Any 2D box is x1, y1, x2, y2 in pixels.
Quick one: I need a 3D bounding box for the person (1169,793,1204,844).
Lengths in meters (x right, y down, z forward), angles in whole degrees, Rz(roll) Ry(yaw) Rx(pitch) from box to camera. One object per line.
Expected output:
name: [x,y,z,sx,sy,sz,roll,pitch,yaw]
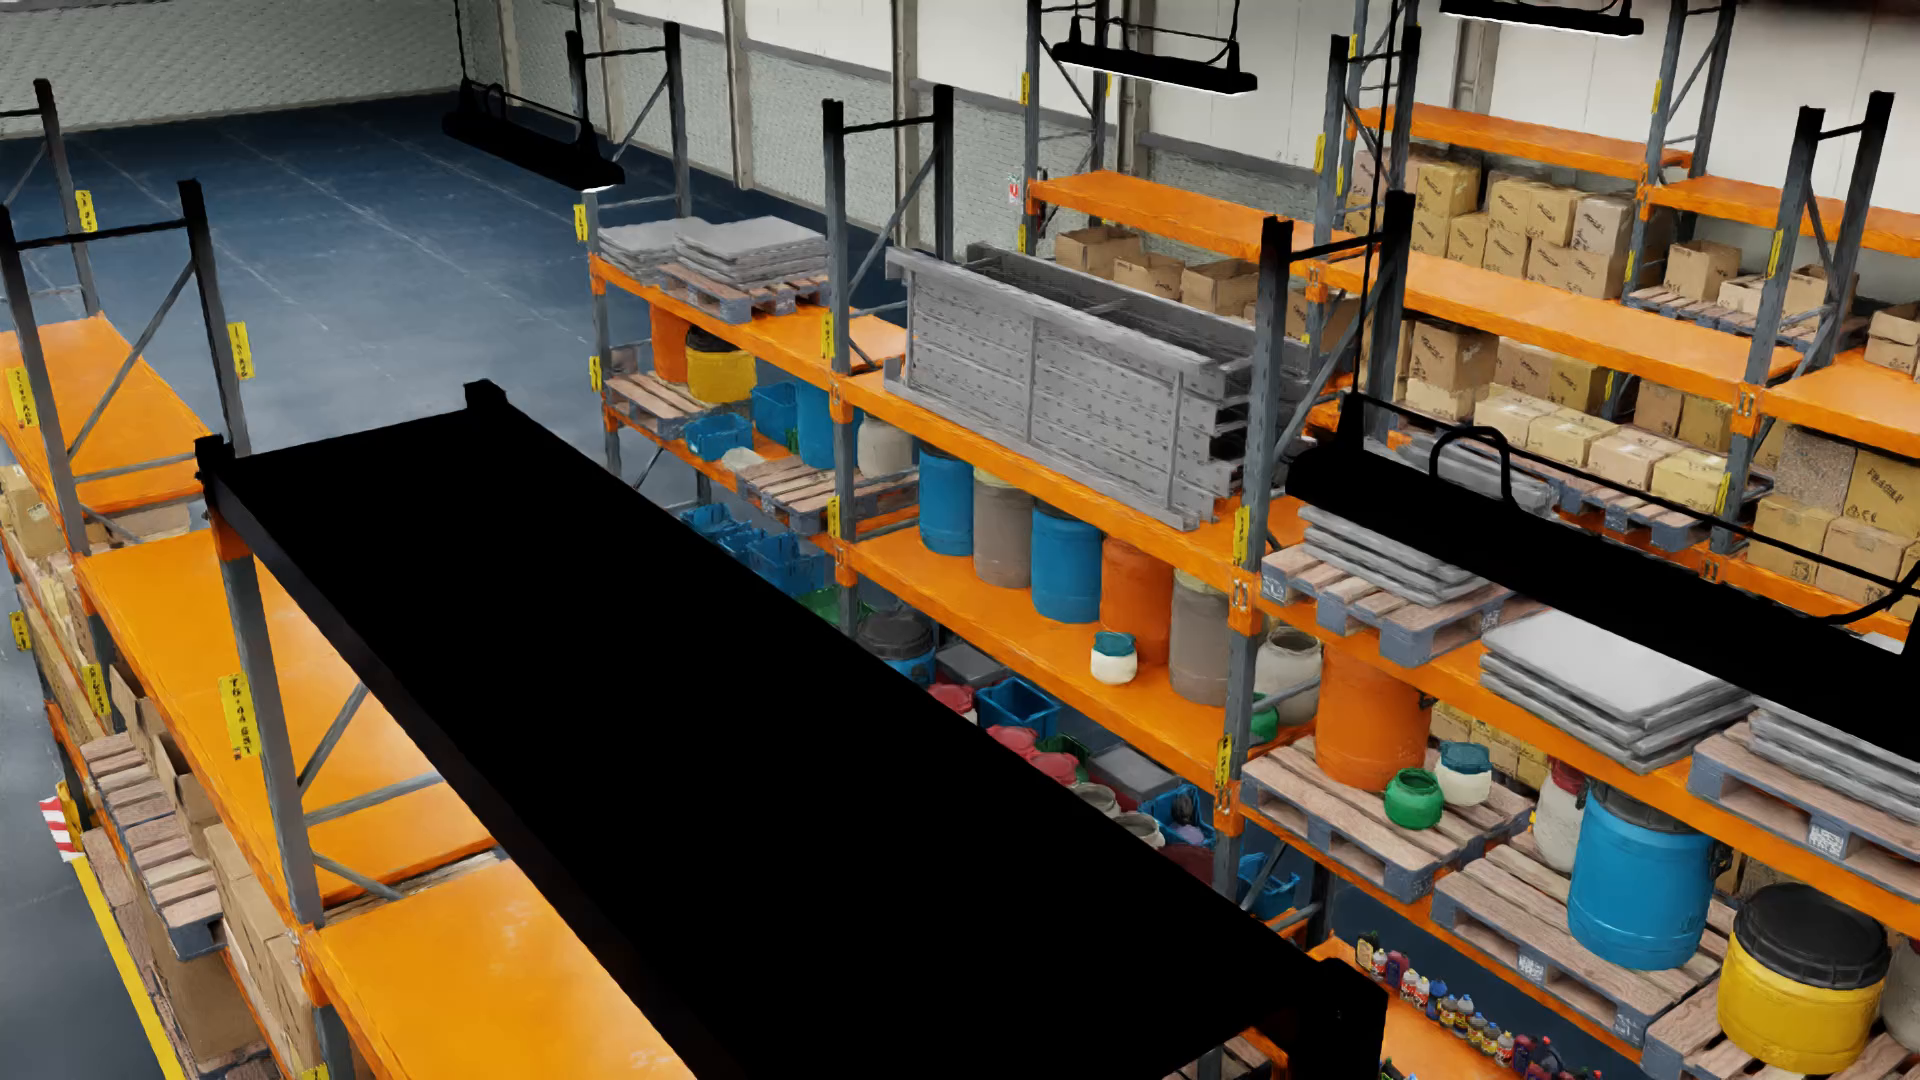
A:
person: [-4.526,3.940,8.489,13.916,1.671,4.303,-6,26,-14]
